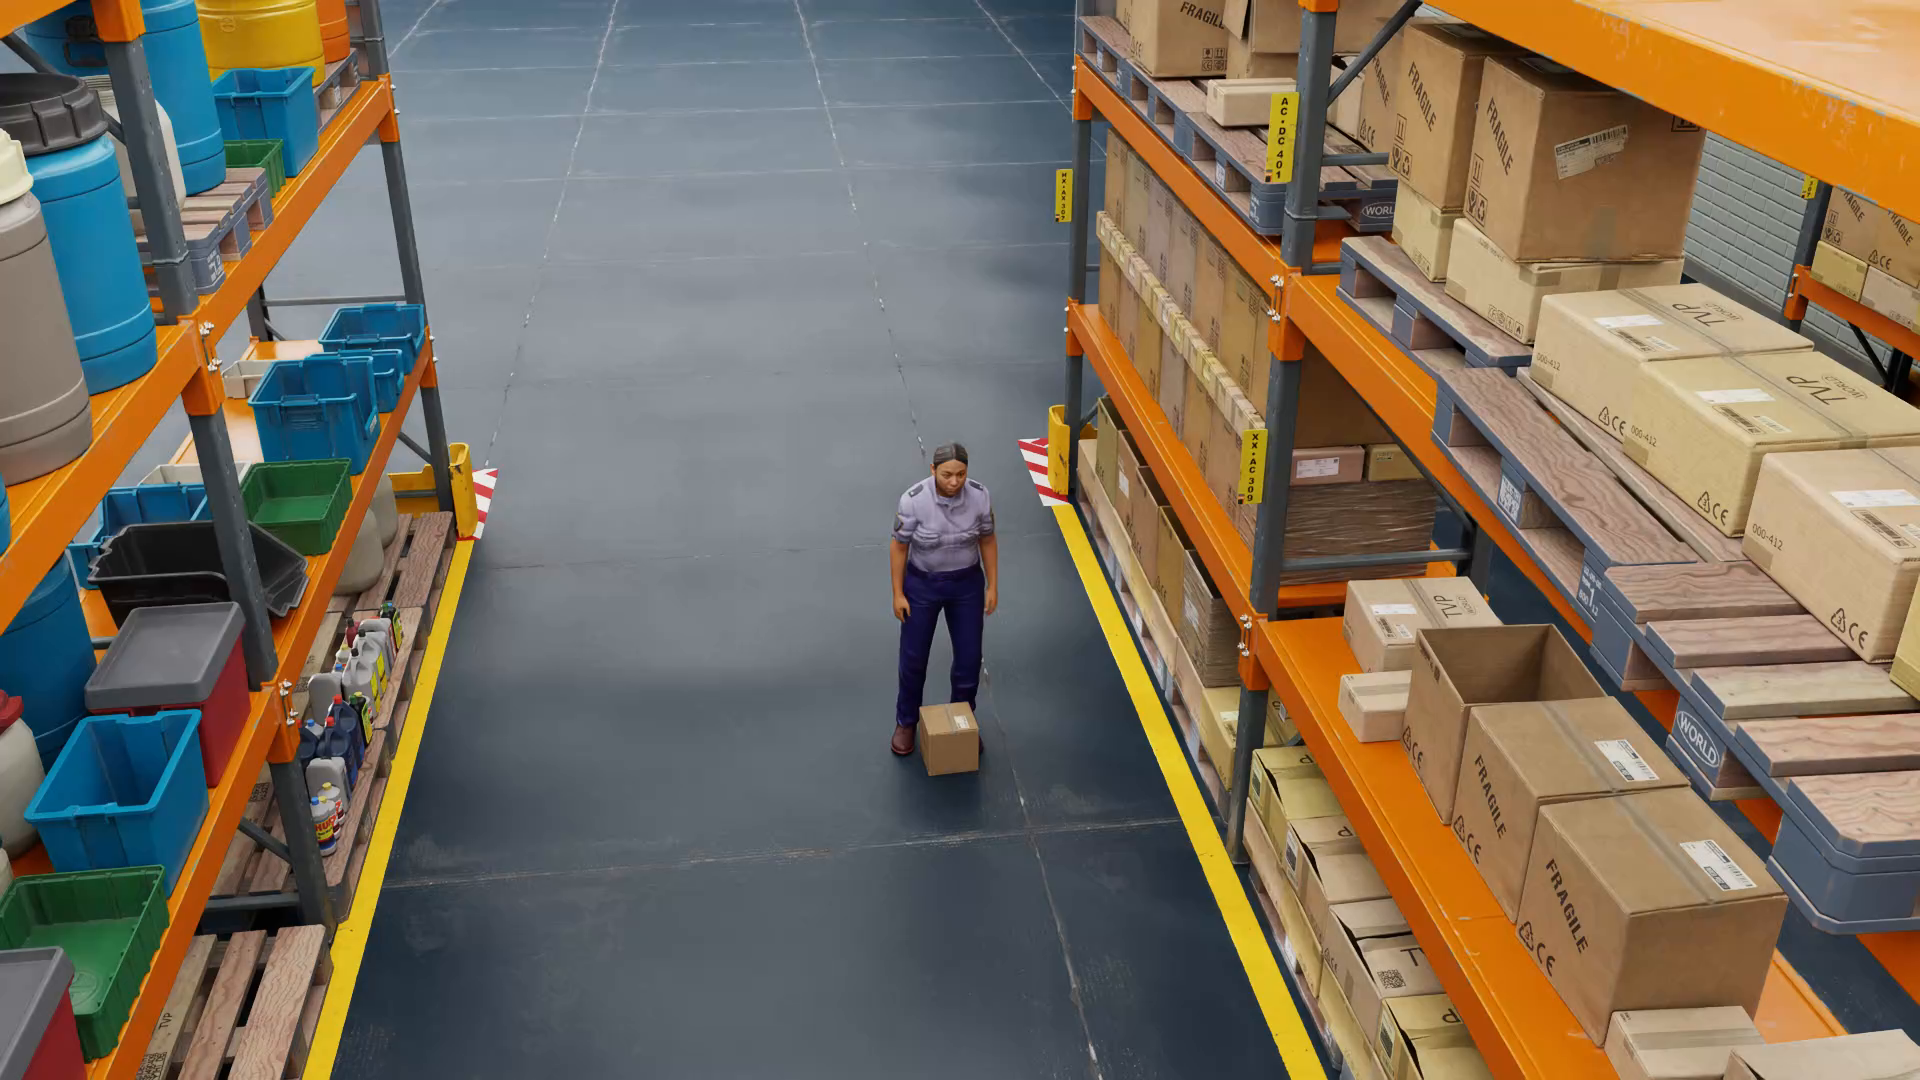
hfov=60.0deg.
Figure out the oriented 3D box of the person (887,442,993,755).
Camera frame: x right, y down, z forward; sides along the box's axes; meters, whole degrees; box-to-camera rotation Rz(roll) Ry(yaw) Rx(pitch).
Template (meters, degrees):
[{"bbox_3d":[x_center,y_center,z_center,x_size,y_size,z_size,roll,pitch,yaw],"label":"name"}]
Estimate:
[{"bbox_3d":[-0.094,0.268,8.110,0.544,1.651,0.424,-5,28,-10],"label":"person"}]
